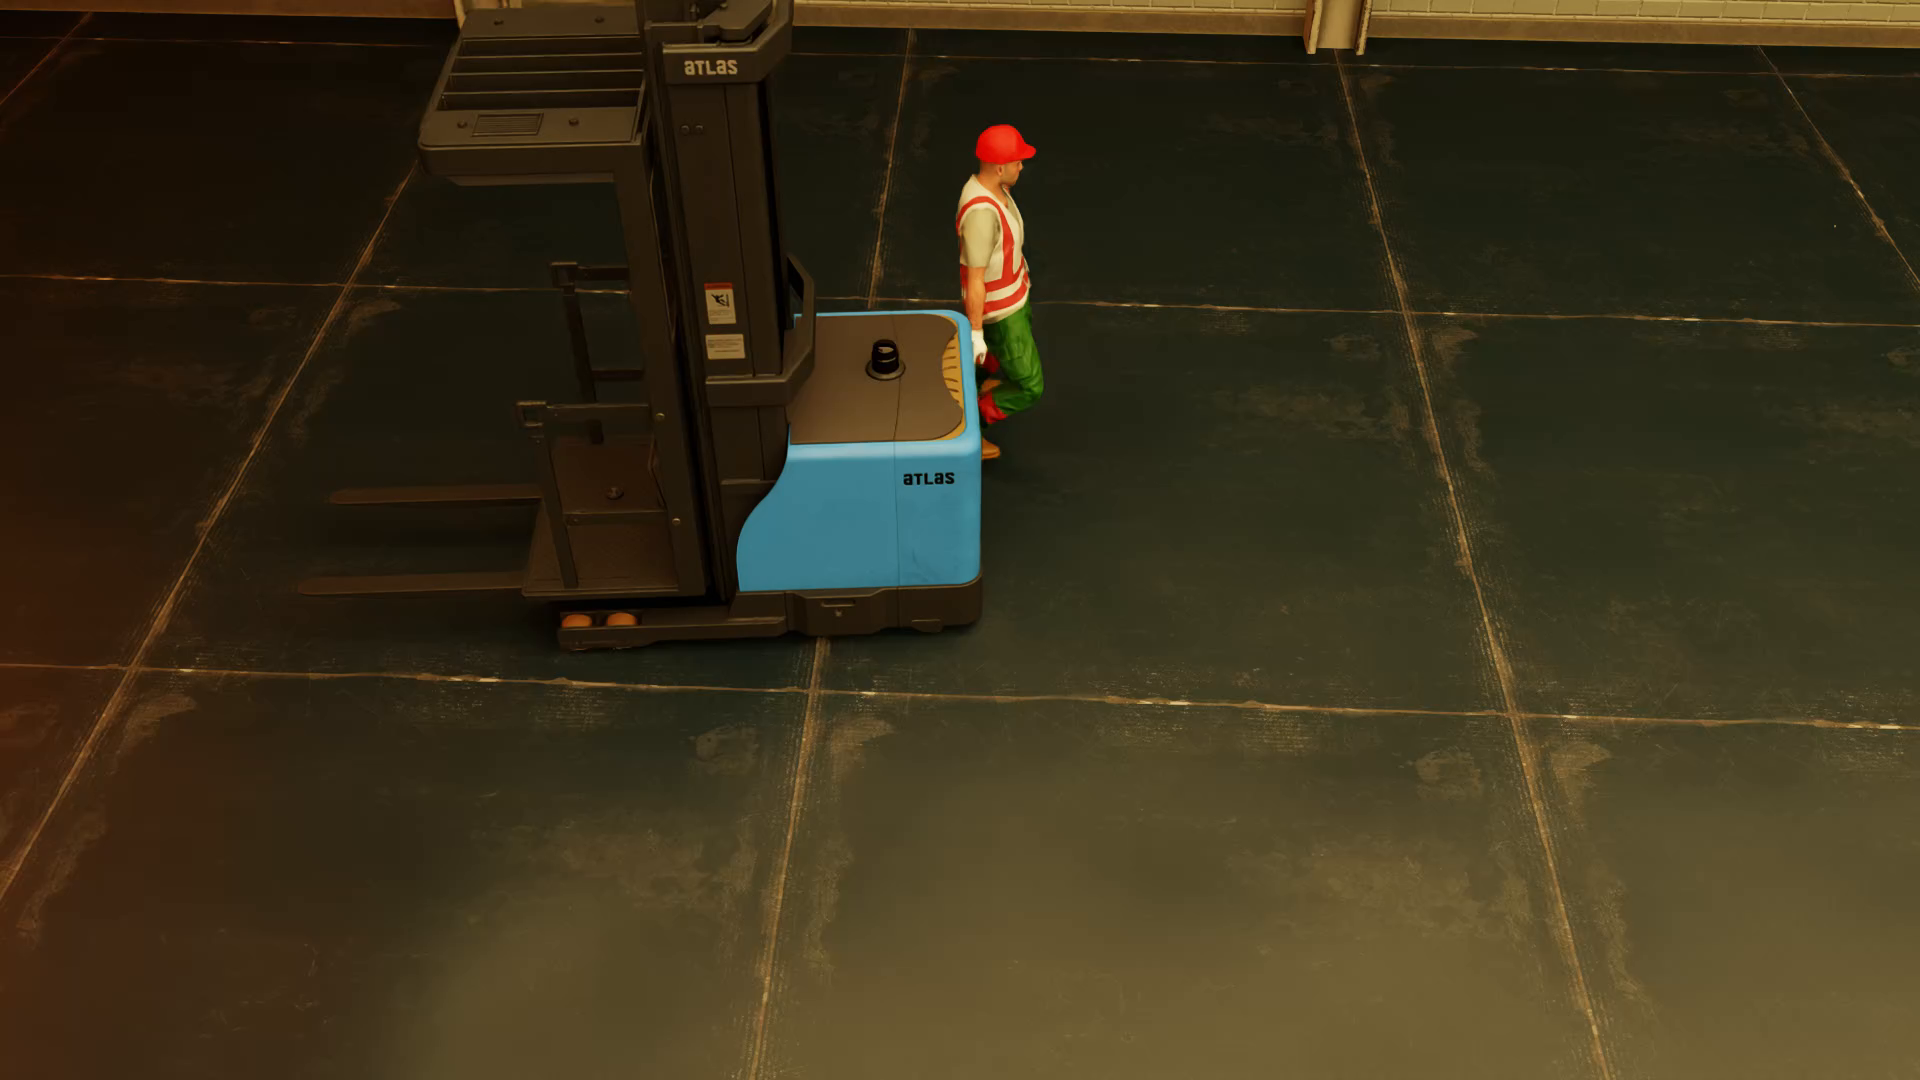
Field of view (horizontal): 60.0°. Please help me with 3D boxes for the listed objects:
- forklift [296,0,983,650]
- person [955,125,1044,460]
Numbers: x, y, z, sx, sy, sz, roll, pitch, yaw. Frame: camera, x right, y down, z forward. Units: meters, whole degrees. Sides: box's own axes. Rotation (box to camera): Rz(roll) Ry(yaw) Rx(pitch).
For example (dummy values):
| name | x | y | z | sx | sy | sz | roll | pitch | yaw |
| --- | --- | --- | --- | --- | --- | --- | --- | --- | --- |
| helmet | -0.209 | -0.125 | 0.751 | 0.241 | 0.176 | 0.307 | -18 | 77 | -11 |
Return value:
| name | x | y | z | sx | sy | sz | roll | pitch | yaw |
| --- | --- | --- | --- | --- | --- | --- | --- | --- | --- |
| forklift | -1.432 | -0.960 | 6.793 | 3.031 | 2.935 | 1.130 | -2 | 42 | -2 |
| person | 0.178 | -1.168 | 7.915 | 0.502 | 1.660 | 0.935 | 5 | 43 | 5 |
